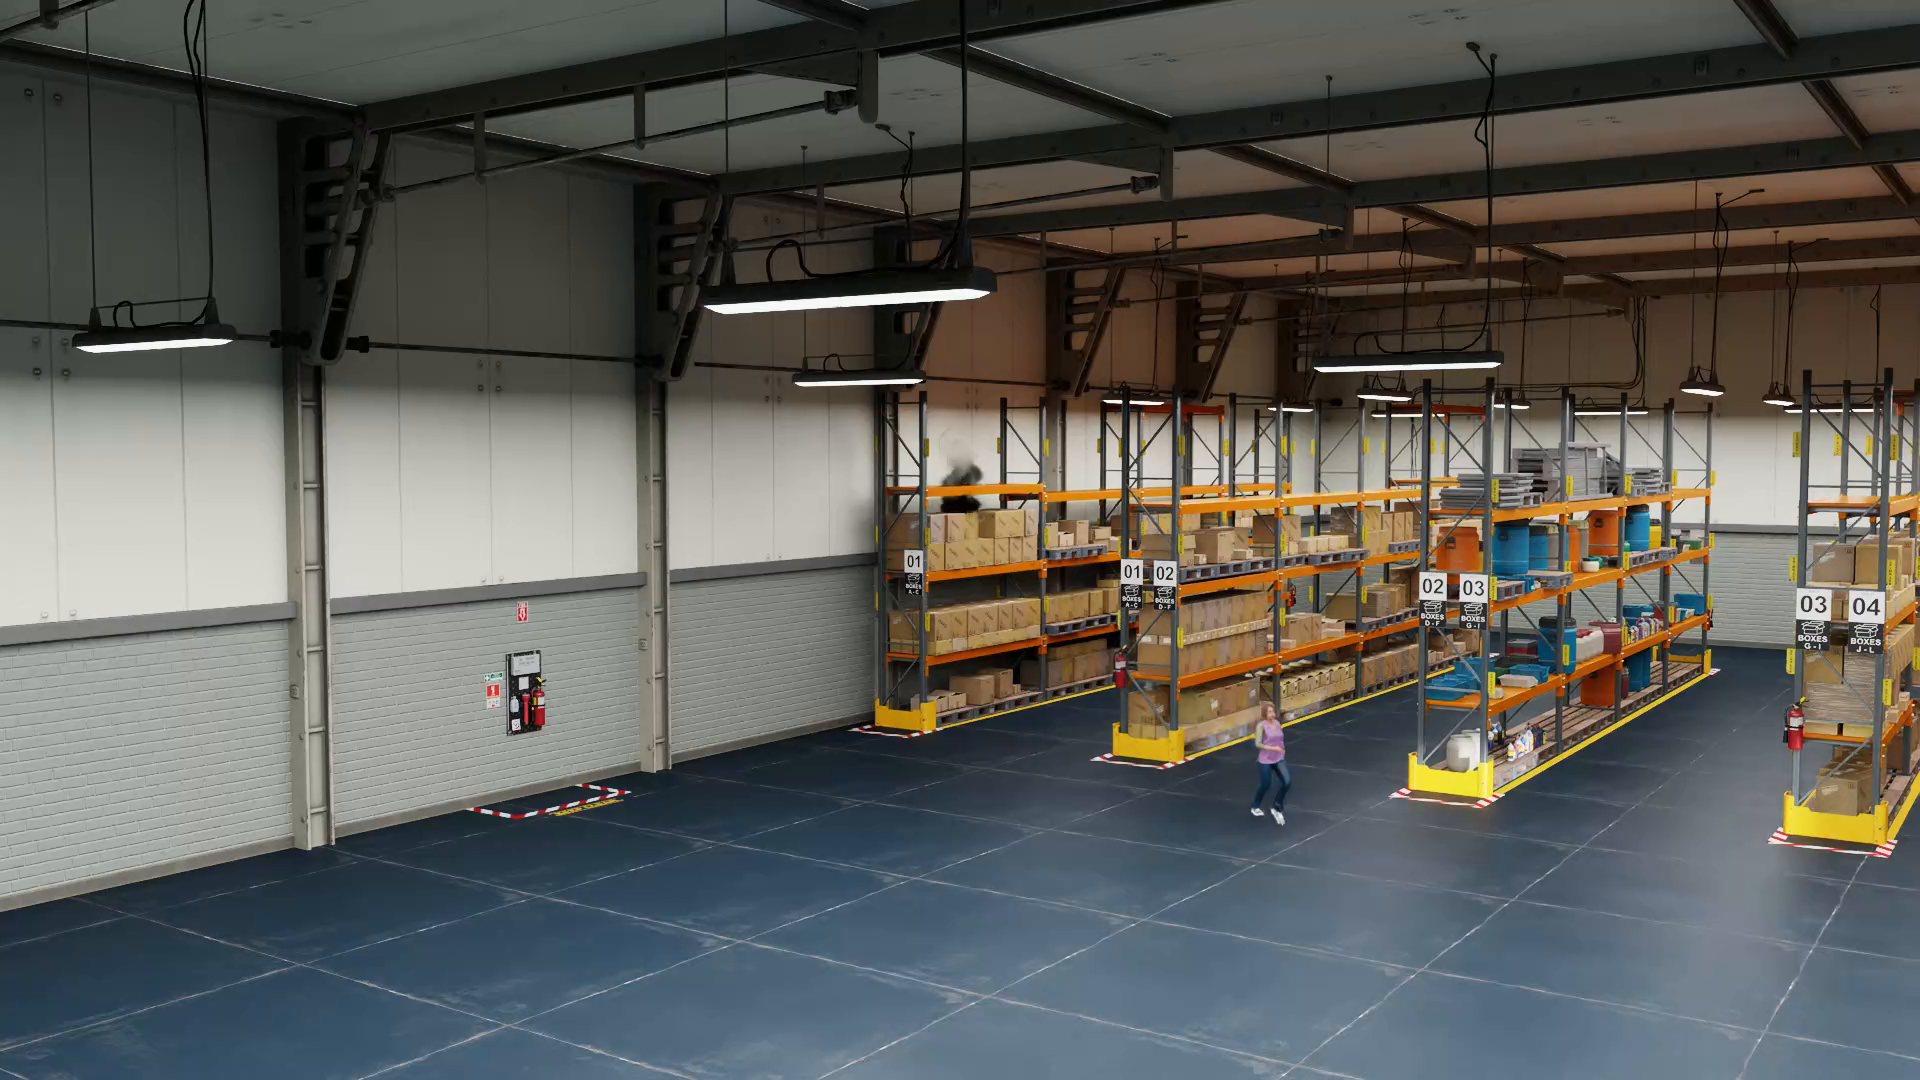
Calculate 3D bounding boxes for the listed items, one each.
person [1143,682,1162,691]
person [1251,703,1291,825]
[{"bbox_3d":[3.563,2.510,30.421,0.613,1.607,0.654,2,4,28],"label":"person"},{"bbox_3d":[4.165,2.986,22.255,0.546,1.609,0.690,-1,3,-24],"label":"person"}]
